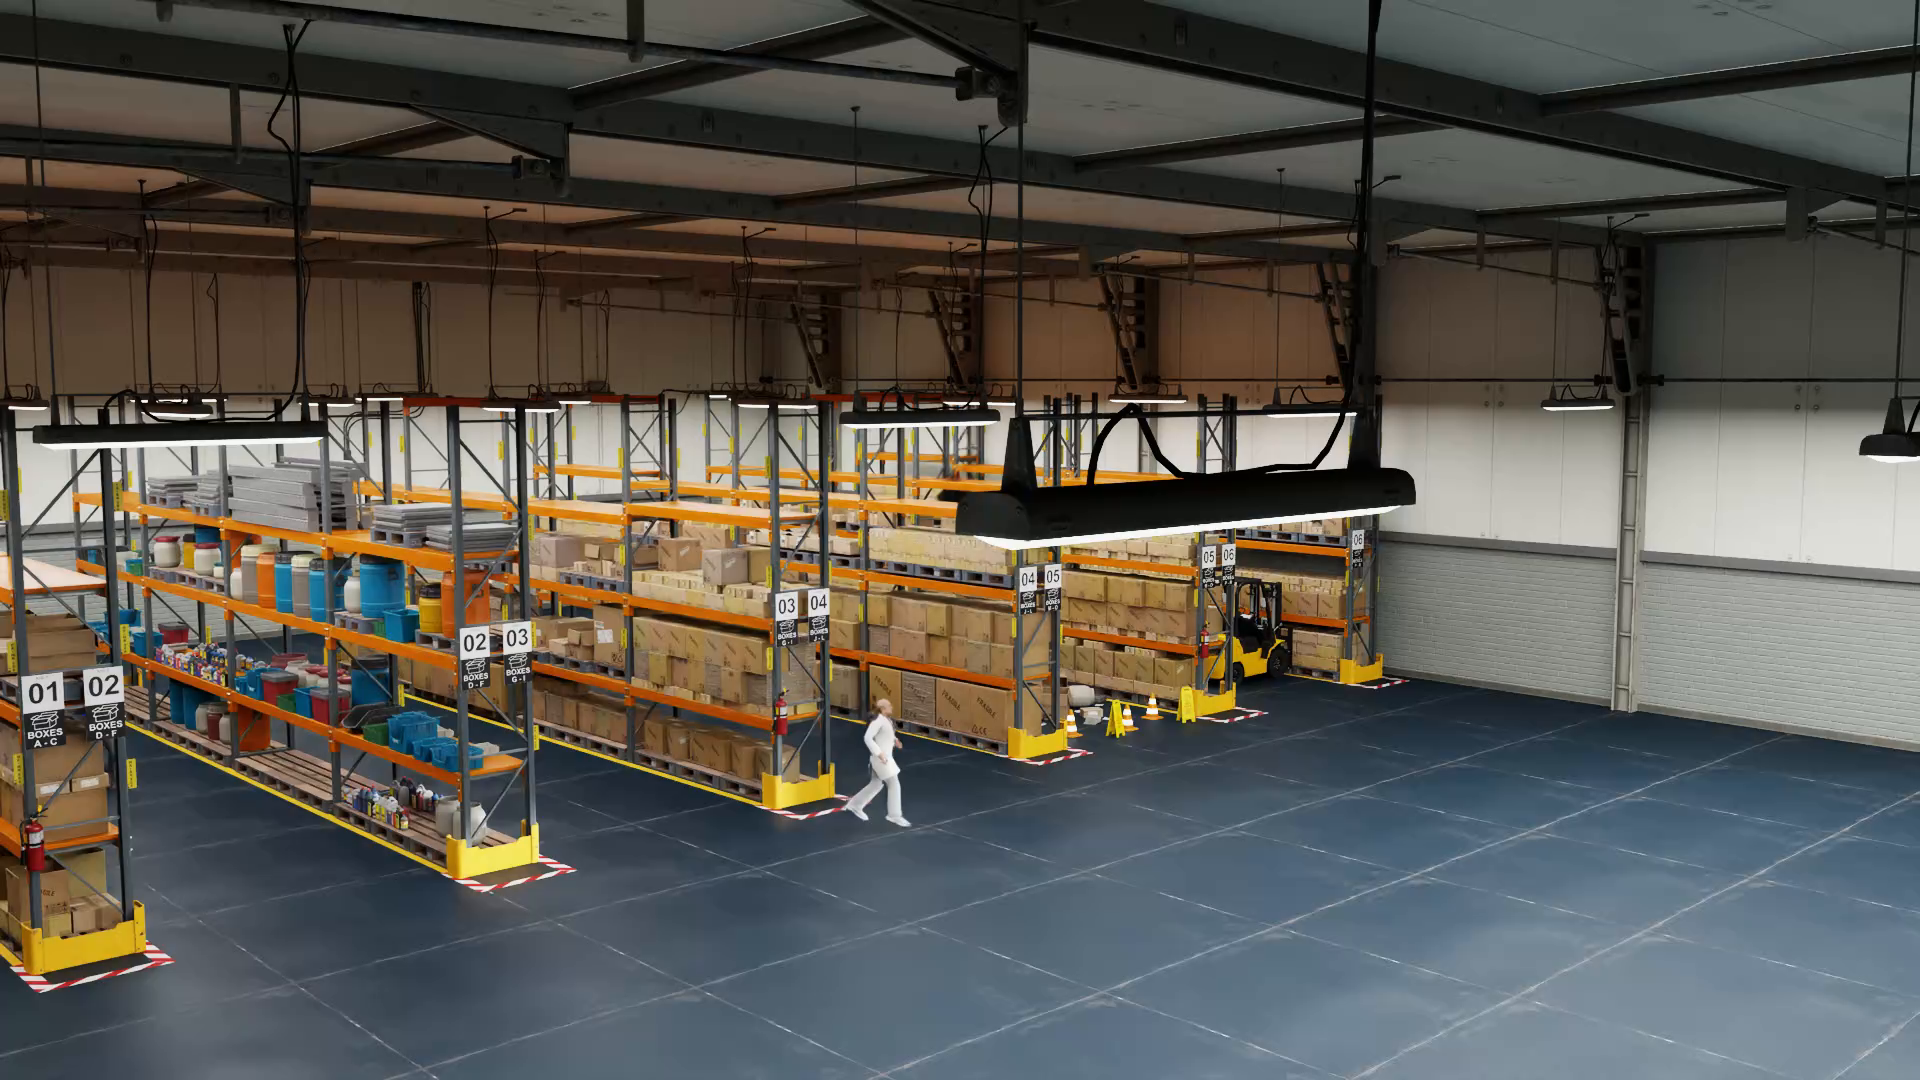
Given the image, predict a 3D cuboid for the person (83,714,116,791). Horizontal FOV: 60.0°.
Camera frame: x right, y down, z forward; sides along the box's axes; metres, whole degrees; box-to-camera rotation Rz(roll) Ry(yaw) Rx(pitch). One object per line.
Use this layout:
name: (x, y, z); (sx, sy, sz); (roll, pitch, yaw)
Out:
person: (-13.270, 3.029, 25.702); (0.714, 1.715, 0.556); (4, 7, 39)

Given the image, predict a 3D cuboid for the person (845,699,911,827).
person: (-1.169, 3.158, 23.666); (0.937, 1.820, 0.720); (0, 6, -4)

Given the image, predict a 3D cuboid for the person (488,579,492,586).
person: (-11.206, 1.714, 39.356); (0.738, 1.622, 0.984); (2, 6, 21)
